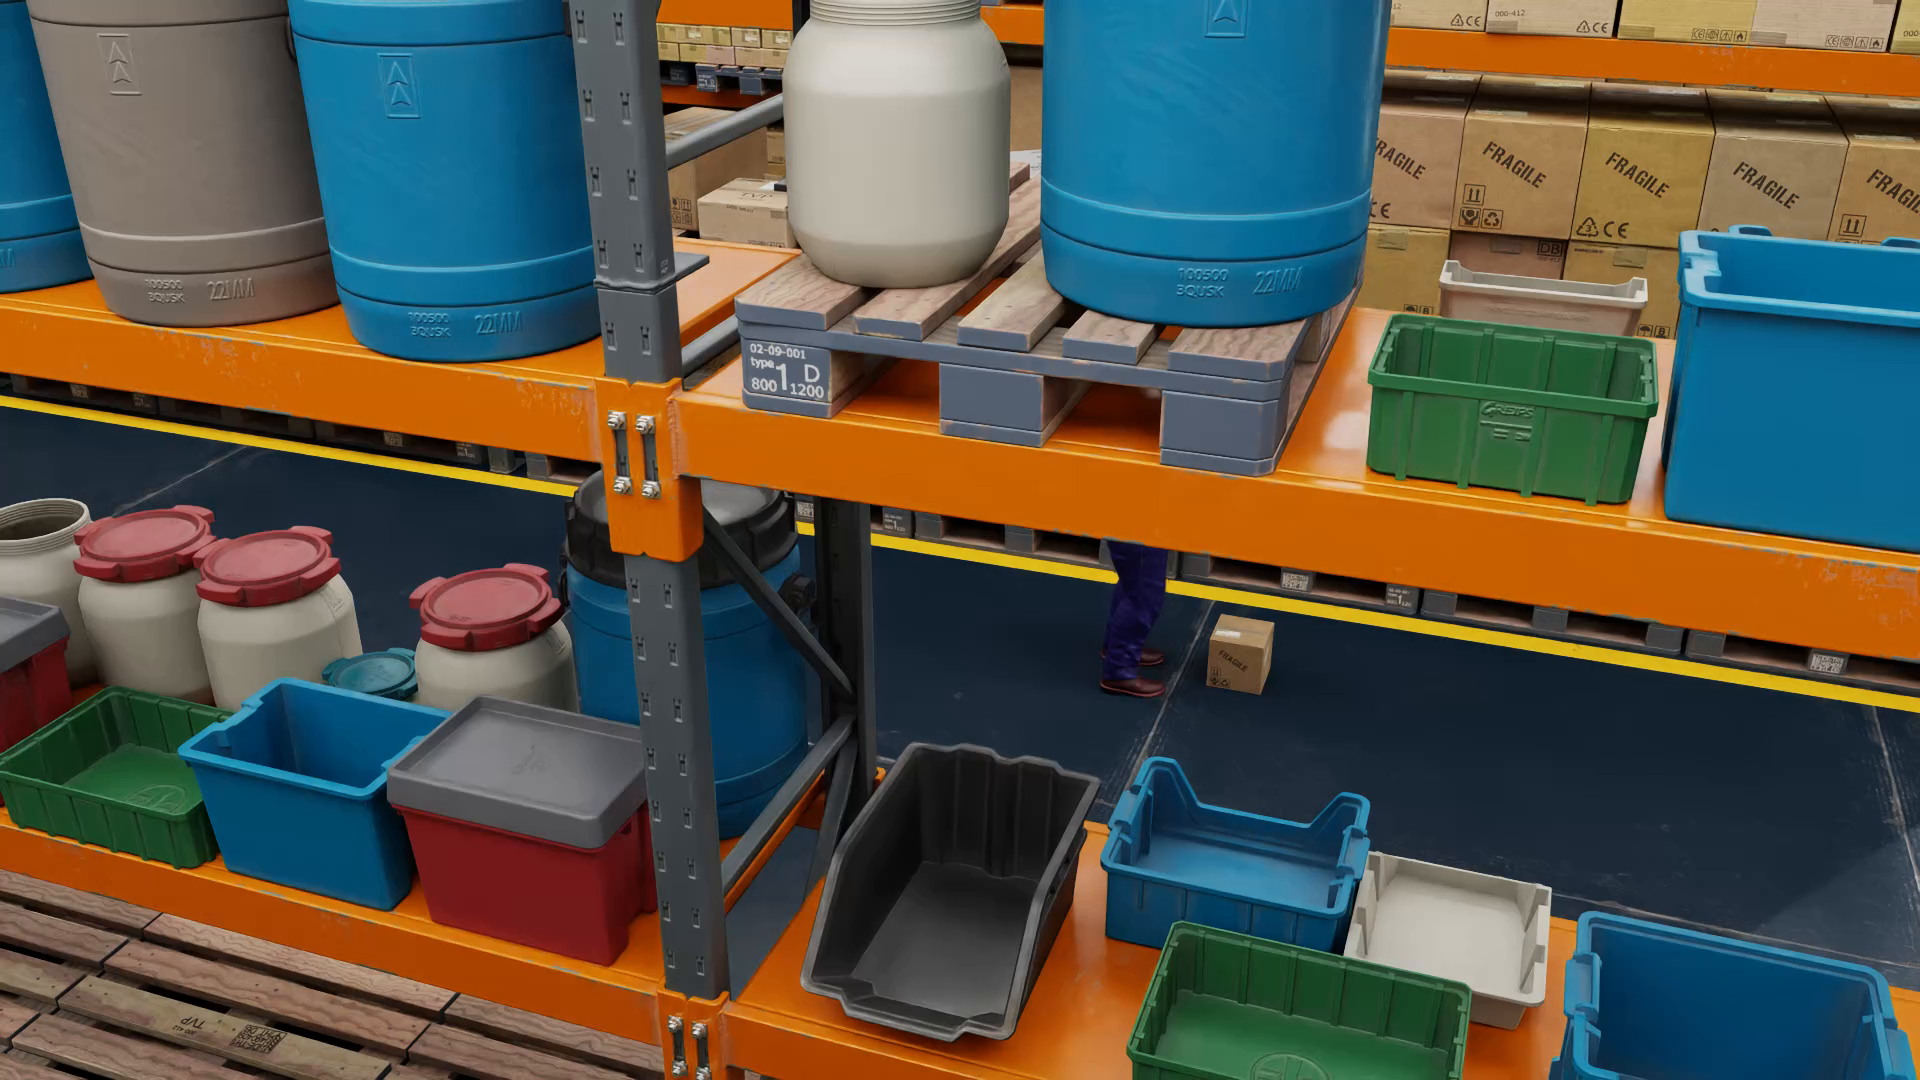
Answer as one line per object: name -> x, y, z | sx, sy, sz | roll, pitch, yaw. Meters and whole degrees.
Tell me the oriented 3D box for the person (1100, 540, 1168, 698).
person -> 0.790, -0.118, 7.393 | 0.338, 1.640, 0.476 | 2, 26, 4
